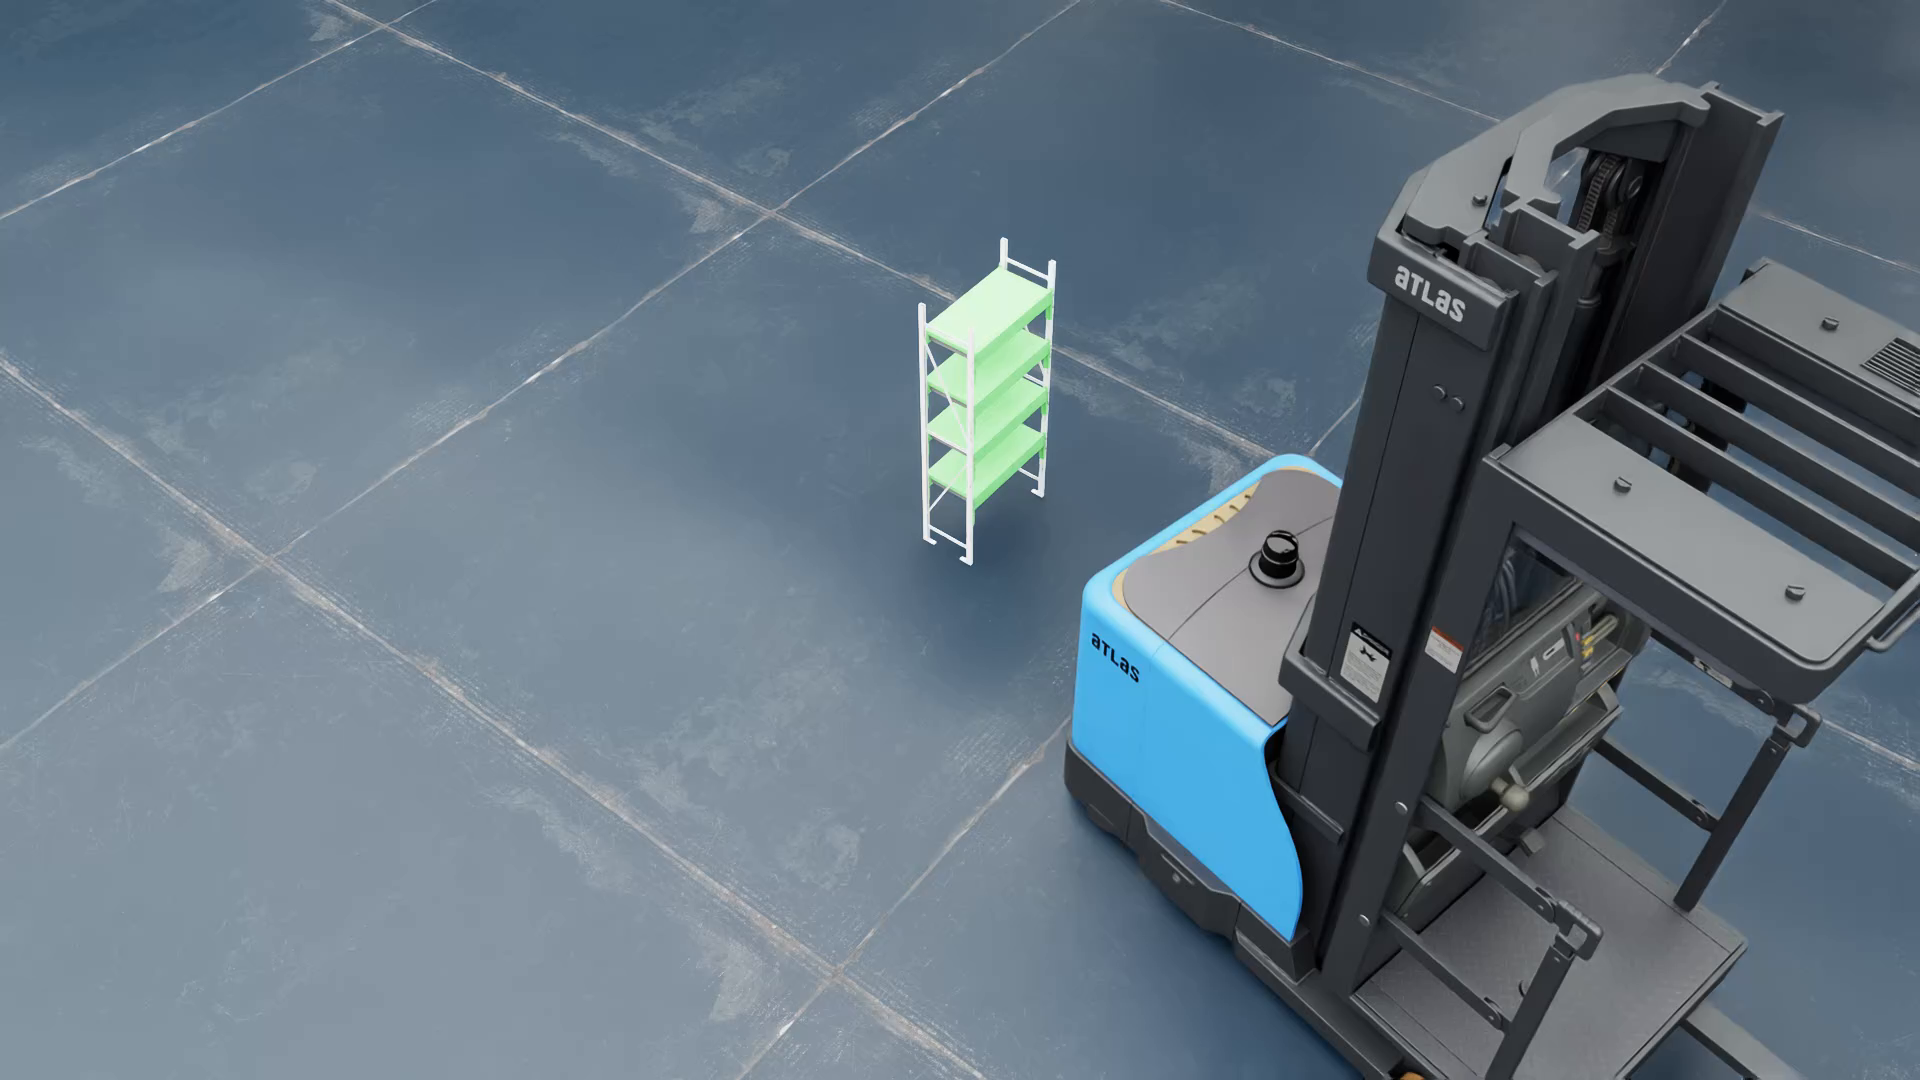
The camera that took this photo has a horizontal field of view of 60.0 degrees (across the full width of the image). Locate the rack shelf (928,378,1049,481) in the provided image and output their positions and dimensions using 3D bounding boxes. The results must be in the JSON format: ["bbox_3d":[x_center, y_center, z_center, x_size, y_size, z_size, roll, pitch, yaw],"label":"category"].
[{"bbox_3d":[0.101,-0.465,6.453,0.258,0.148,0.480,29,53,25],"label":"rack shelf"}]

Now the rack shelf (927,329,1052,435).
[{"bbox_3d":[0.101,-0.631,6.279,0.258,0.148,0.480,29,53,25],"label":"rack shelf"}]

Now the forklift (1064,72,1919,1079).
[{"bbox_3d":[1.701,0.454,4.289,1.130,2.935,3.031,-32,54,-27],"label":"forklift"}]

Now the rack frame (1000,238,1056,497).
[{"bbox_3d":[0.250,-0.649,6.540,0.240,1.200,0.015,29,53,25],"label":"rack frame"}]

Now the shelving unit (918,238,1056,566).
[{"bbox_3d":[0.101,-0.509,6.407,0.258,1.200,0.503,29,53,25],"label":"shelving unit"}]

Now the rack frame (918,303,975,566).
[{"bbox_3d":[-0.048,-0.370,6.273,0.240,1.200,0.015,29,53,25],"label":"rack frame"}]

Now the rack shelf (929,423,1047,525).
[{"bbox_3d":[0.101,-0.299,6.626,0.258,0.148,0.480,29,53,25],"label":"rack shelf"}]

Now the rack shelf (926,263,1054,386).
[{"bbox_3d":[0.101,-0.797,6.106,0.258,0.148,0.480,29,53,25],"label":"rack shelf"}]
